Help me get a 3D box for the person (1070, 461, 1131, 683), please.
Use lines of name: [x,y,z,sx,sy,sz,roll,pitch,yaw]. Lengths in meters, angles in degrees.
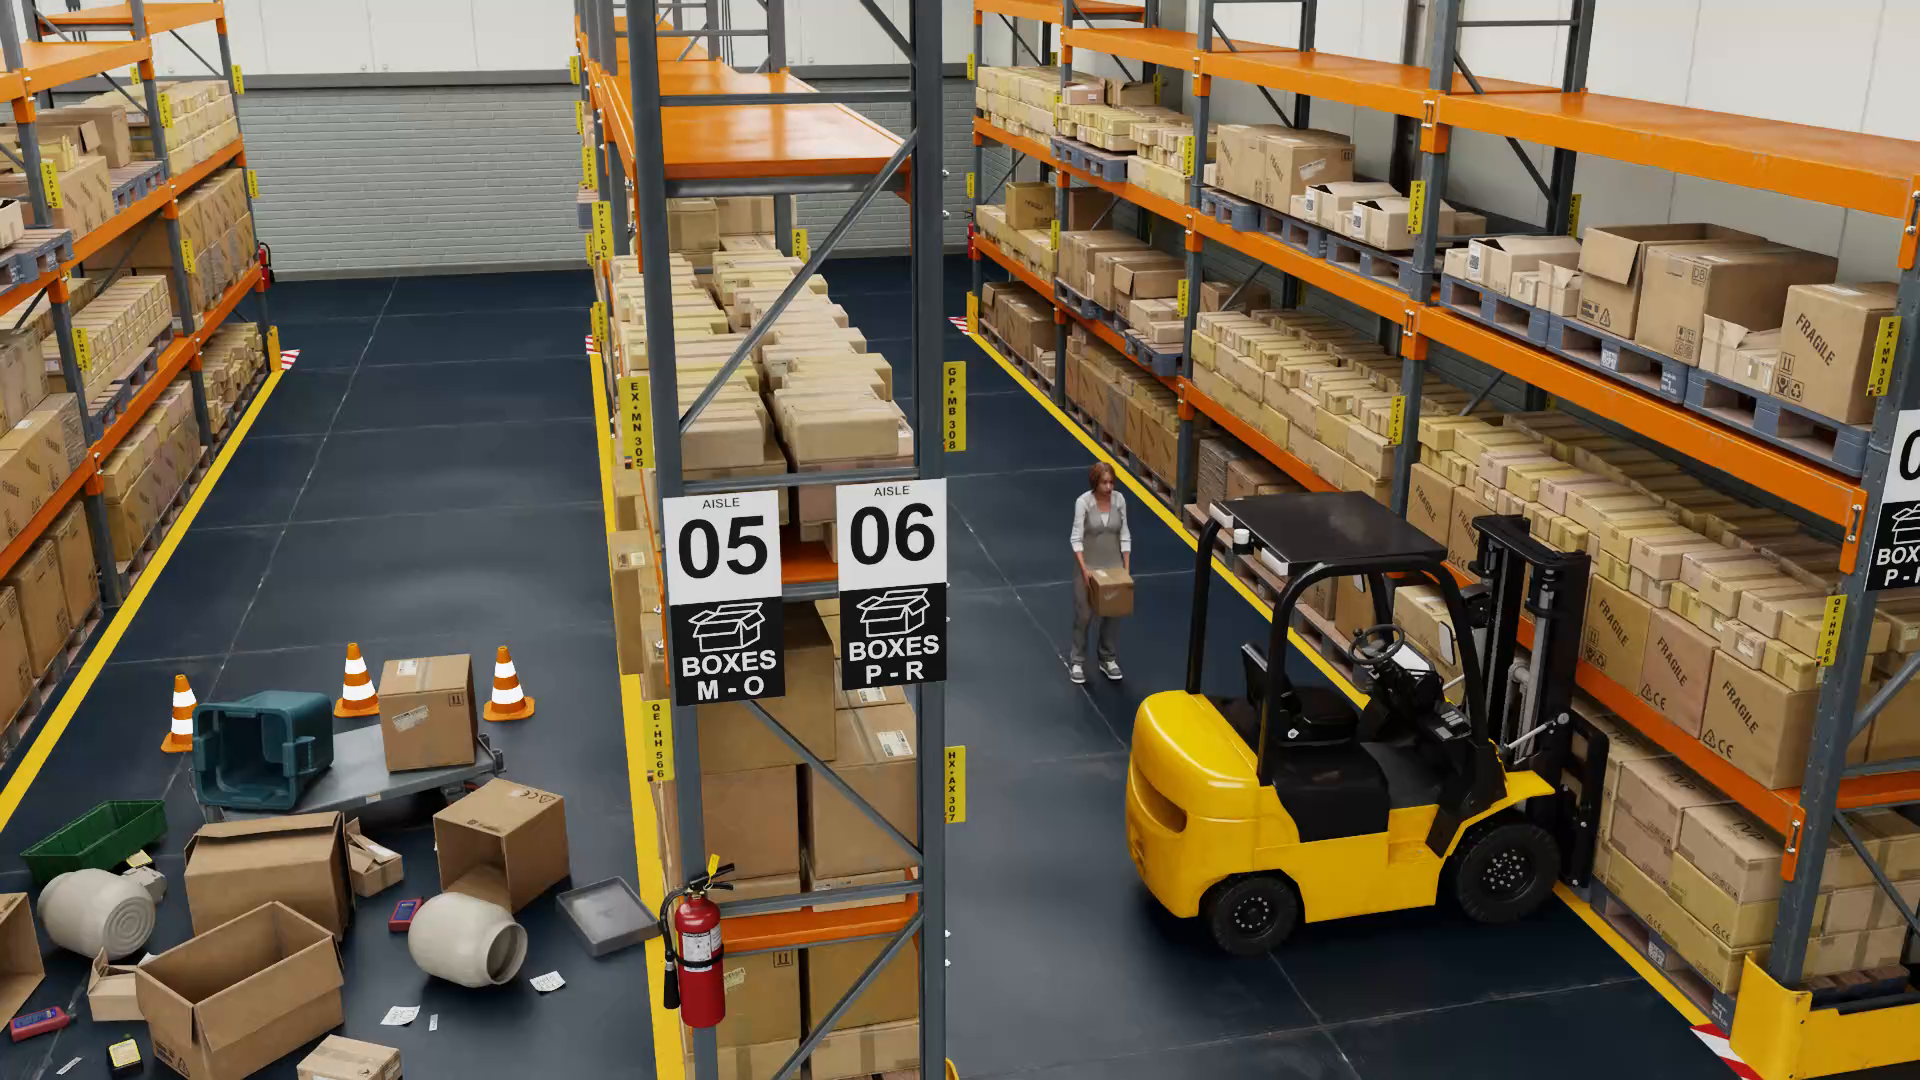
person: [0.989,0.238,11.718,0.444,1.568,0.384,-5,21,-13]
